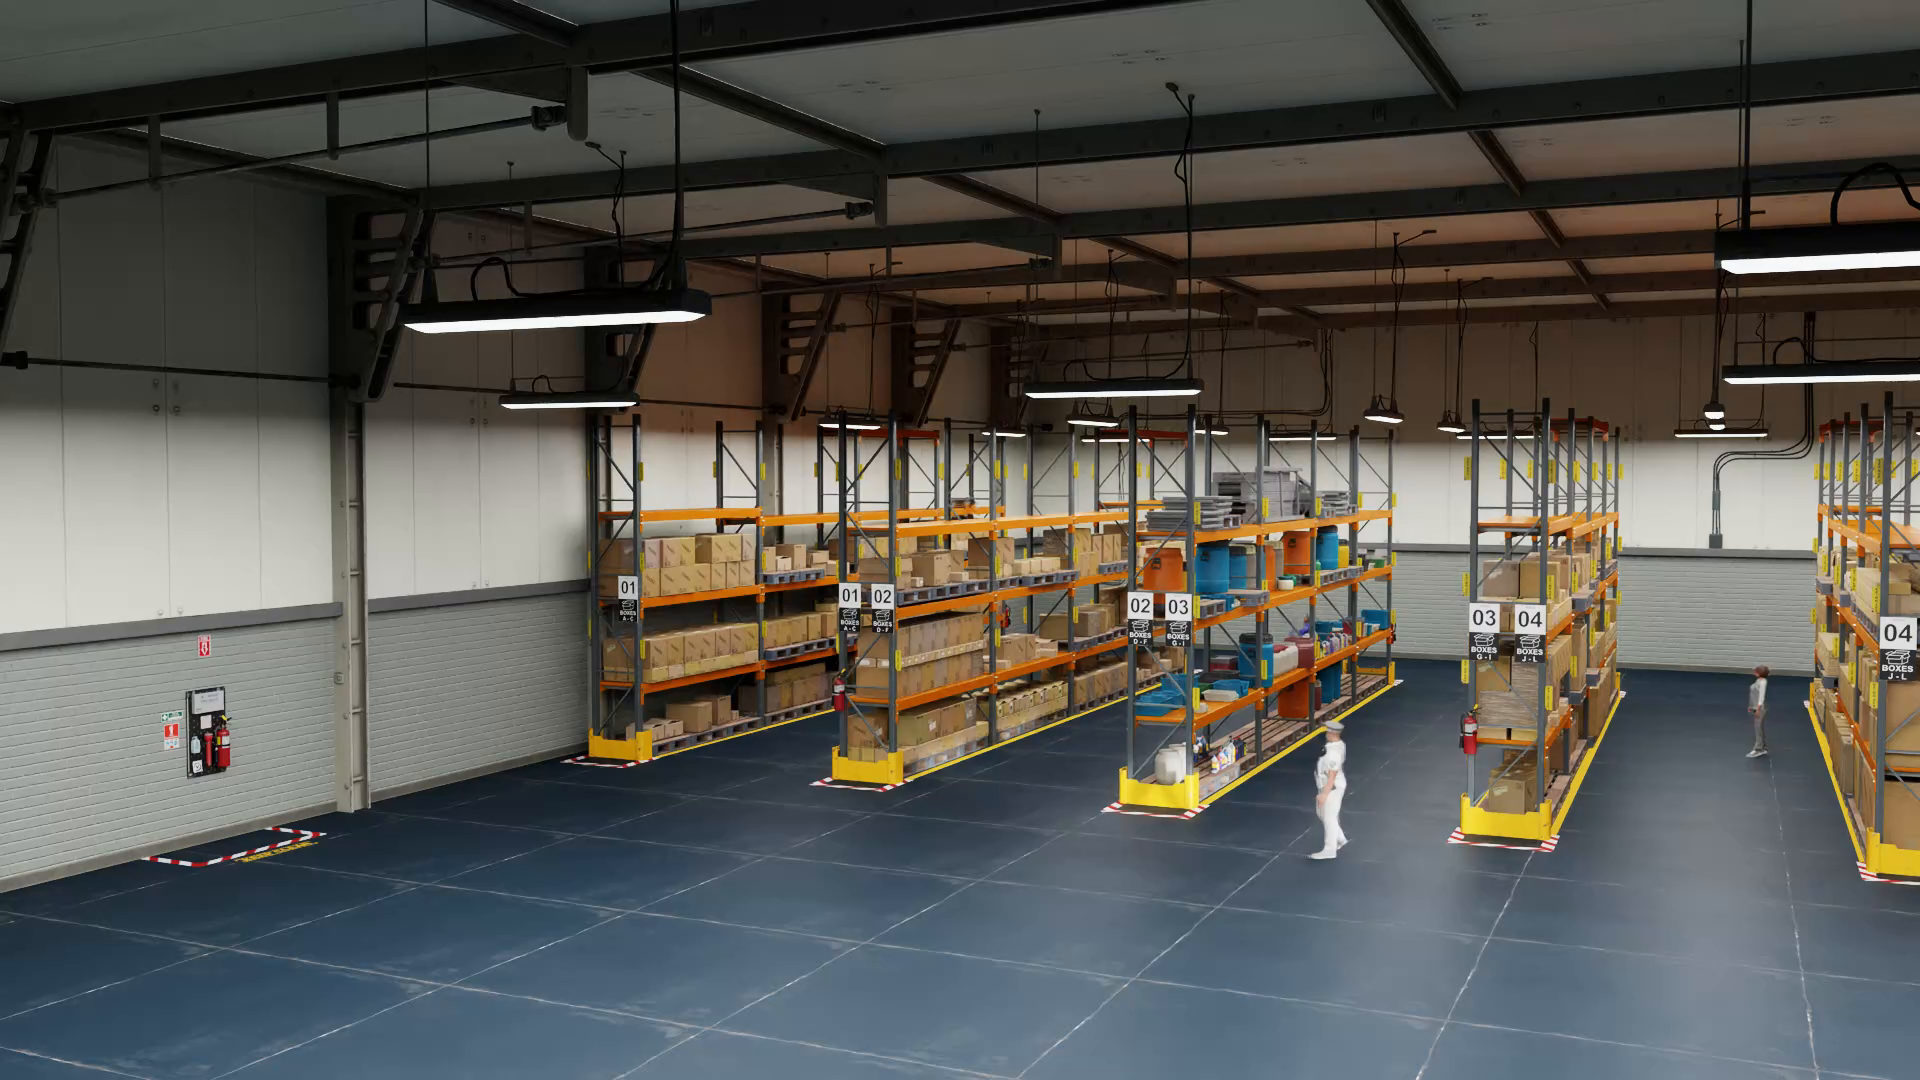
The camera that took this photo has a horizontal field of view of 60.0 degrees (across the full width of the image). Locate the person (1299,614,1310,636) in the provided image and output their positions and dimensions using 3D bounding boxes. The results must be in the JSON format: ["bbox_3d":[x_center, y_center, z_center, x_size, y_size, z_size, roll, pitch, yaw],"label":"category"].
[{"bbox_3d":[8.200,2.562,39.606,0.568,1.605,0.864,-2,3,-42],"label":"person"}]

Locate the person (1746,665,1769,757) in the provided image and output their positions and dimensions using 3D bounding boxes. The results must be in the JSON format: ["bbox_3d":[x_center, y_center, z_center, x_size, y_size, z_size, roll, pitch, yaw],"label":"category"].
[{"bbox_3d":[14.073,3.008,29.324,0.484,1.617,0.430,0,2,-2],"label":"person"}]

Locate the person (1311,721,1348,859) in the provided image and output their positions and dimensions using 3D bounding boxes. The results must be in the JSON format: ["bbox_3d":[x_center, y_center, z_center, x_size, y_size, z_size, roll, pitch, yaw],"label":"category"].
[{"bbox_3d":[4.807,3.234,21.619,0.511,1.775,0.646,0,2,6],"label":"person"}]
